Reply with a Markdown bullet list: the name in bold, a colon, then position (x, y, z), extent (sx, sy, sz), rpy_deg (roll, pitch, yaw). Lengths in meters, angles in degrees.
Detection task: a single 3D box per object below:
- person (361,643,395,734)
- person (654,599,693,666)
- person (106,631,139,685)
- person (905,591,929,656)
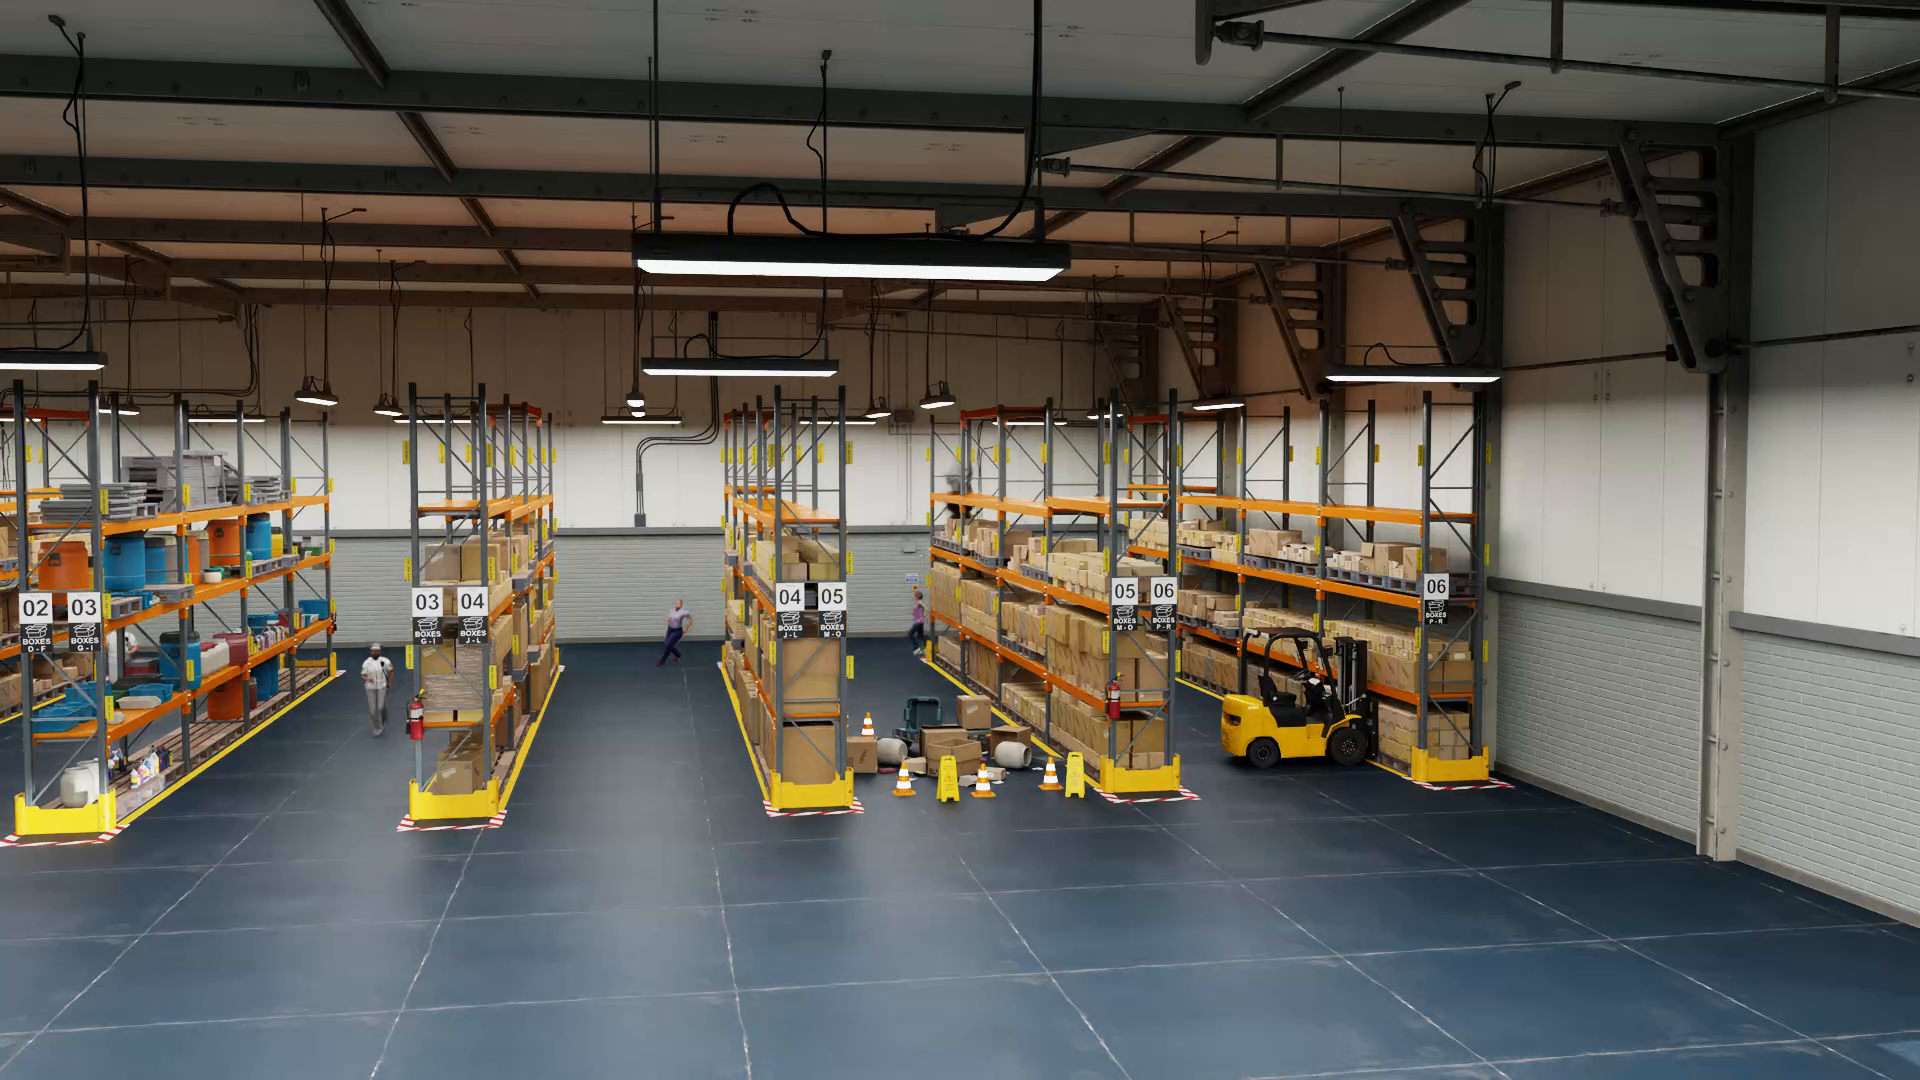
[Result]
- **person**: position (-10.405, 2.665, 29.706), extent (0.558, 1.653, 0.587), rpy_deg (-1, 3, -14)
- **person**: position (-6.815, 2.205, 39.681), extent (0.637, 1.595, 0.830), rpy_deg (2, 4, 38)
- **person**: position (-16.736, 2.474, 33.112), extent (0.698, 1.844, 0.696), rpy_deg (-1, 3, -25)
- **person**: position (-1.046, 2.096, 41.699), extent (0.647, 1.617, 0.545), rpy_deg (0, 3, 0)
